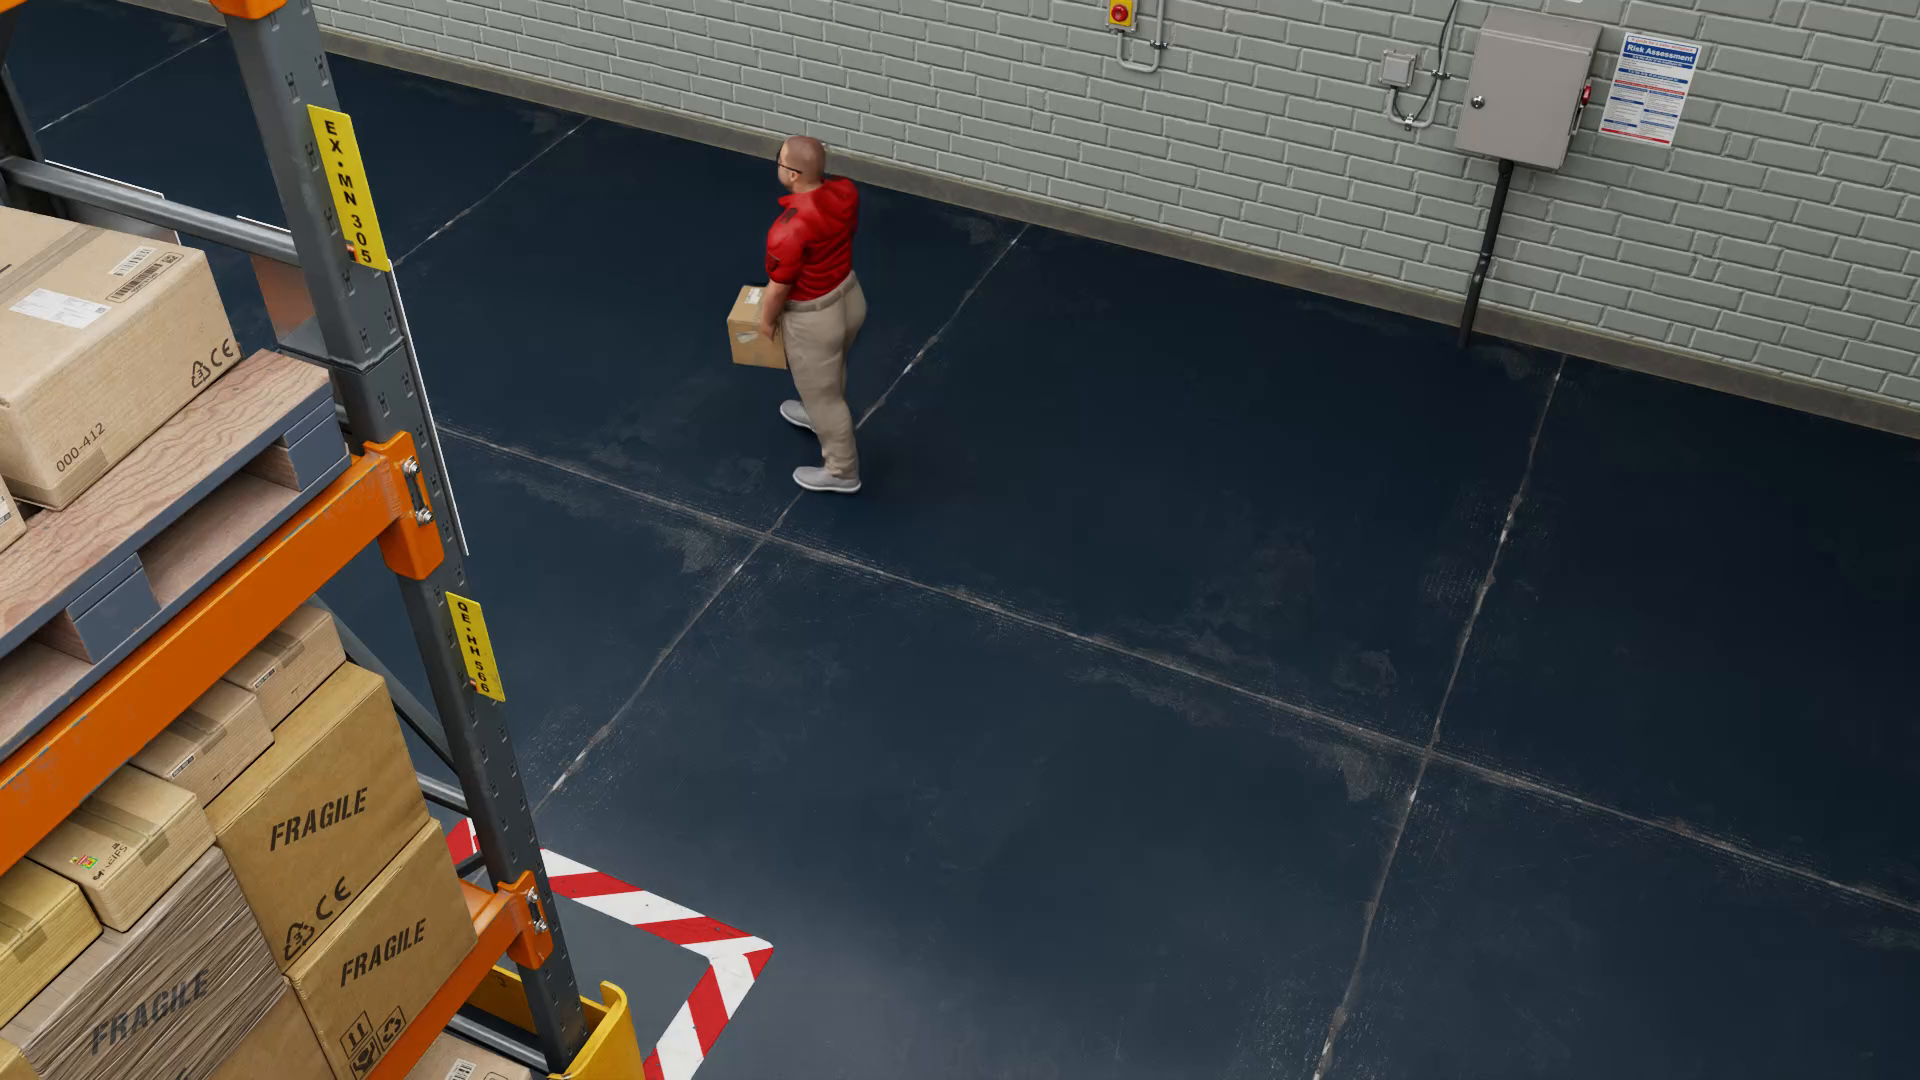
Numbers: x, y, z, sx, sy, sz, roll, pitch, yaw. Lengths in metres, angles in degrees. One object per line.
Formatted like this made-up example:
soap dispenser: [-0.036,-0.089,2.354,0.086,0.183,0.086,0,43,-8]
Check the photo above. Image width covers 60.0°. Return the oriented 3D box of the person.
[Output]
person: [-0.707,-1.020,7.304,0.643,1.724,0.577,22,46,23]
